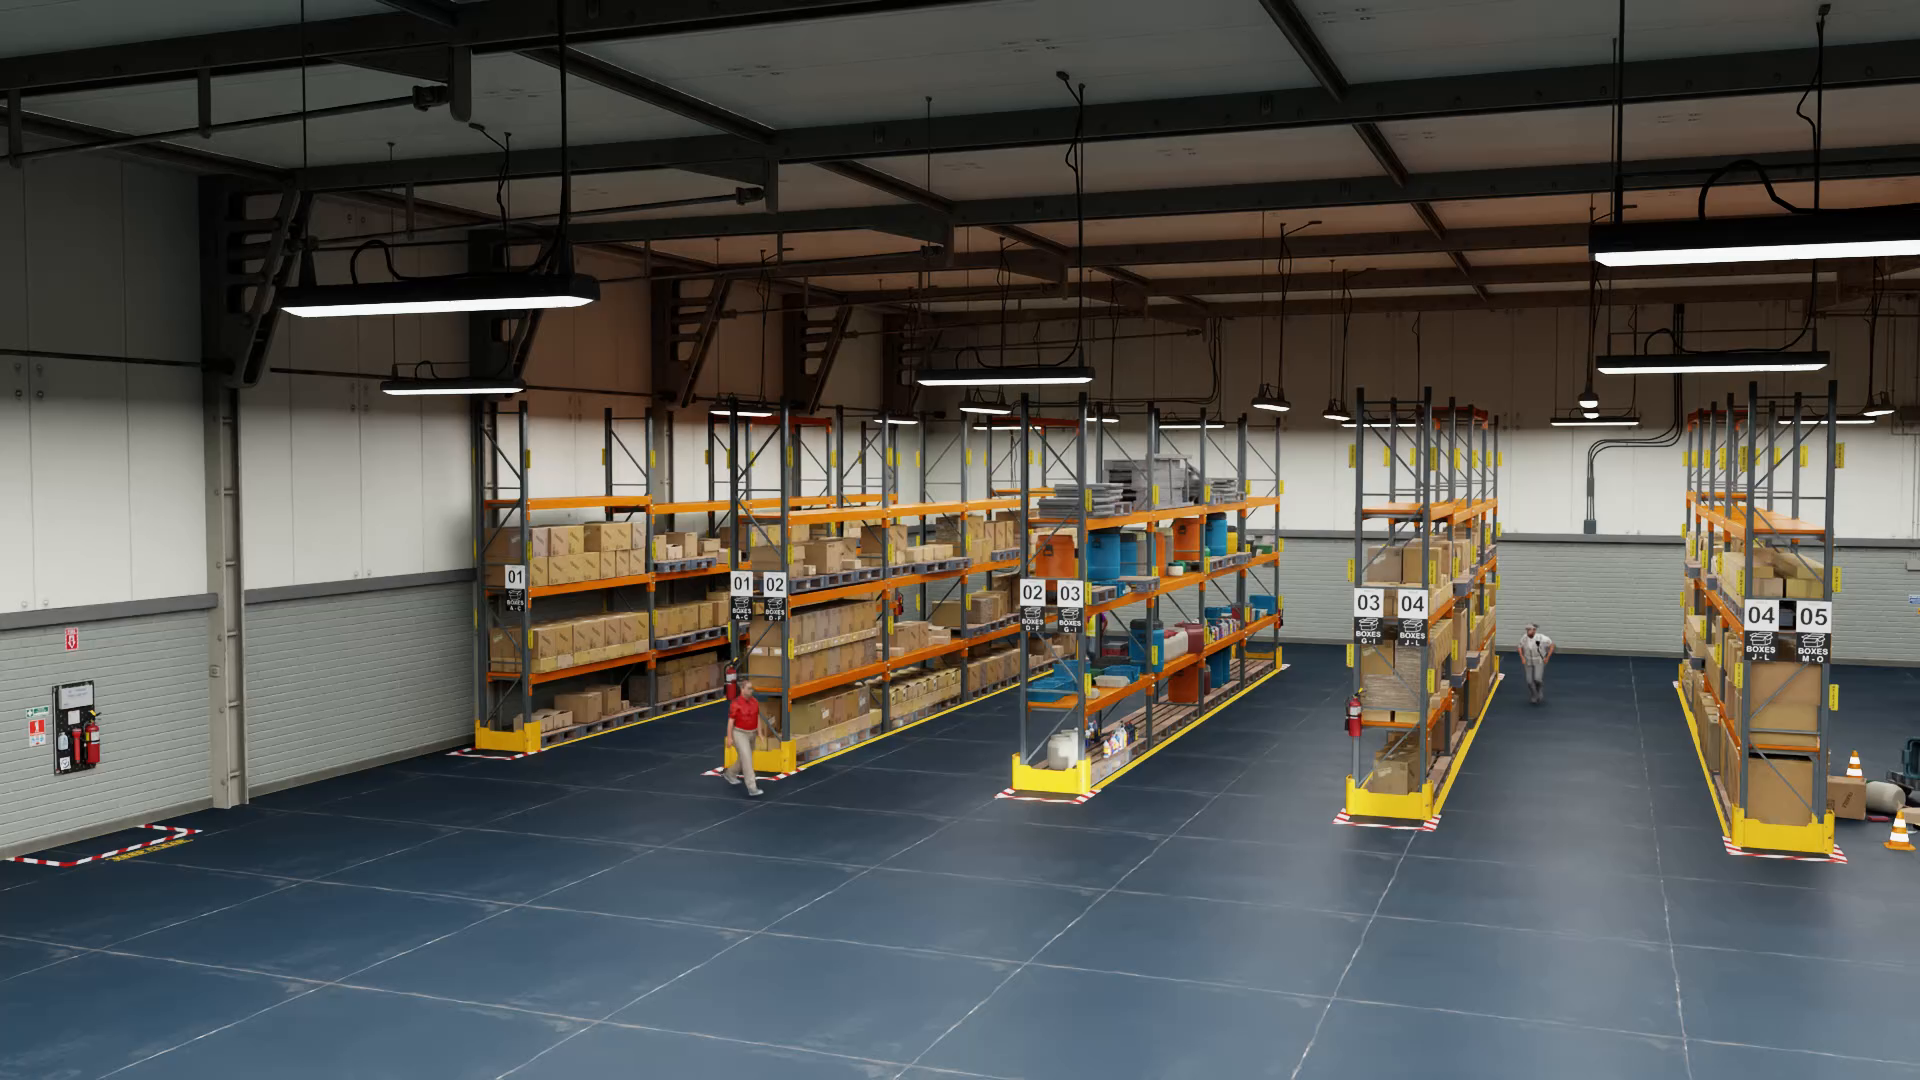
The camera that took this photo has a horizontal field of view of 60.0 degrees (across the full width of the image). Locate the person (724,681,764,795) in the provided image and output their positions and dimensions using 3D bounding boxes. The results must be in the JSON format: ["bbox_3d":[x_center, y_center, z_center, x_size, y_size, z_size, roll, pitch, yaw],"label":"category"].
[{"bbox_3d":[-3.235,2.951,25.014,1.079,1.672,0.565,2,3,34],"label":"person"}]

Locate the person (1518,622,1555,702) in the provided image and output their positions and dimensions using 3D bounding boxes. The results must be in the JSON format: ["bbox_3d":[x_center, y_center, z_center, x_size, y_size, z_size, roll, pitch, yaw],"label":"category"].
[{"bbox_3d":[11.833,2.503,34.134,0.717,1.685,0.707,2,3,29],"label":"person"}]

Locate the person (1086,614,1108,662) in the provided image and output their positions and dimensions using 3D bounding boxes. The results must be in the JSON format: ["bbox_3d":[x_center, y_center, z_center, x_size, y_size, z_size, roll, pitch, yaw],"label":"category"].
[{"bbox_3d":[3.126,2.254,39.334,0.735,1.672,0.680,2,3,30],"label":"person"}]
